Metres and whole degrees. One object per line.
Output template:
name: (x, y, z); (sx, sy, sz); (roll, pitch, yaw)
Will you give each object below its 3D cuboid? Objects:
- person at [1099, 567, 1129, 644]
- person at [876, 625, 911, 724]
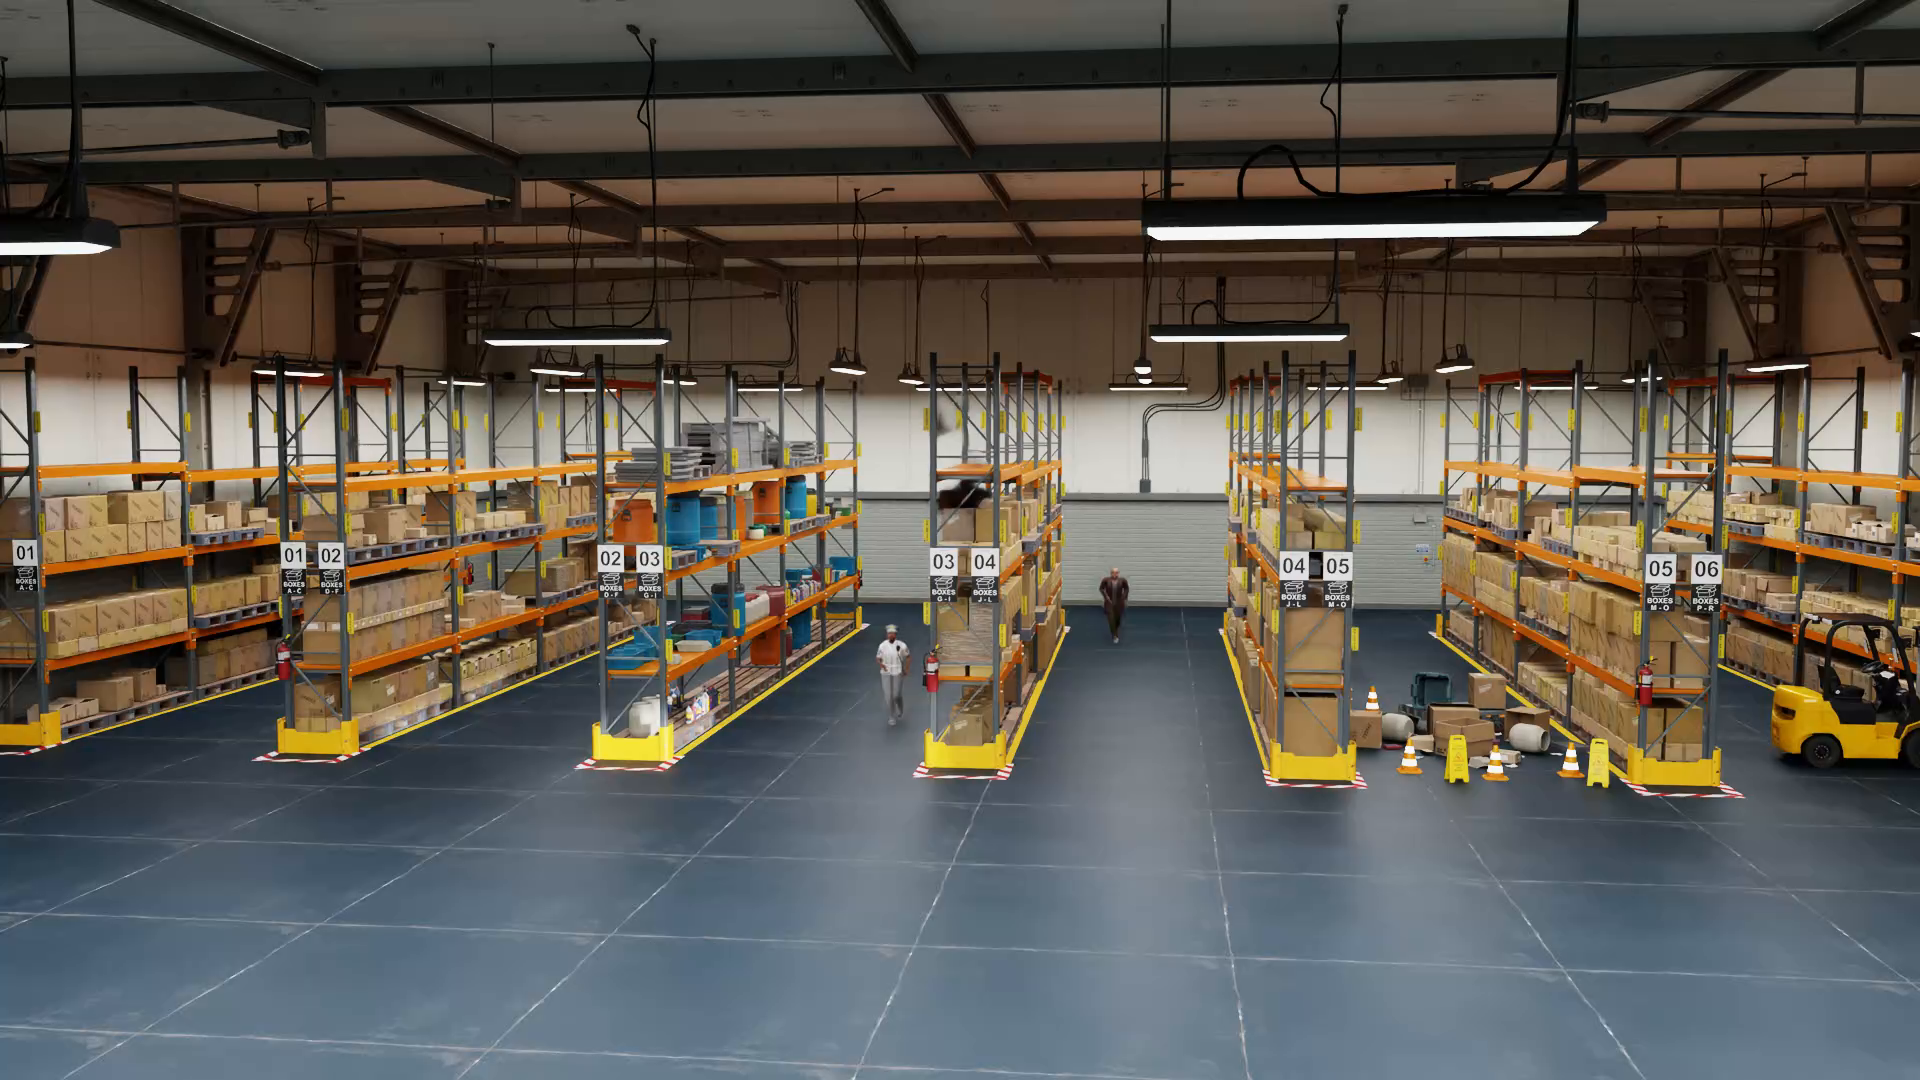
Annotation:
person: (3.525, 1.467, 38.016); (0.679, 1.738, 0.813); (1, 4, 8)
person: (-1.114, 2.230, 27.564); (0.569, 1.661, 0.554); (0, 4, 5)
